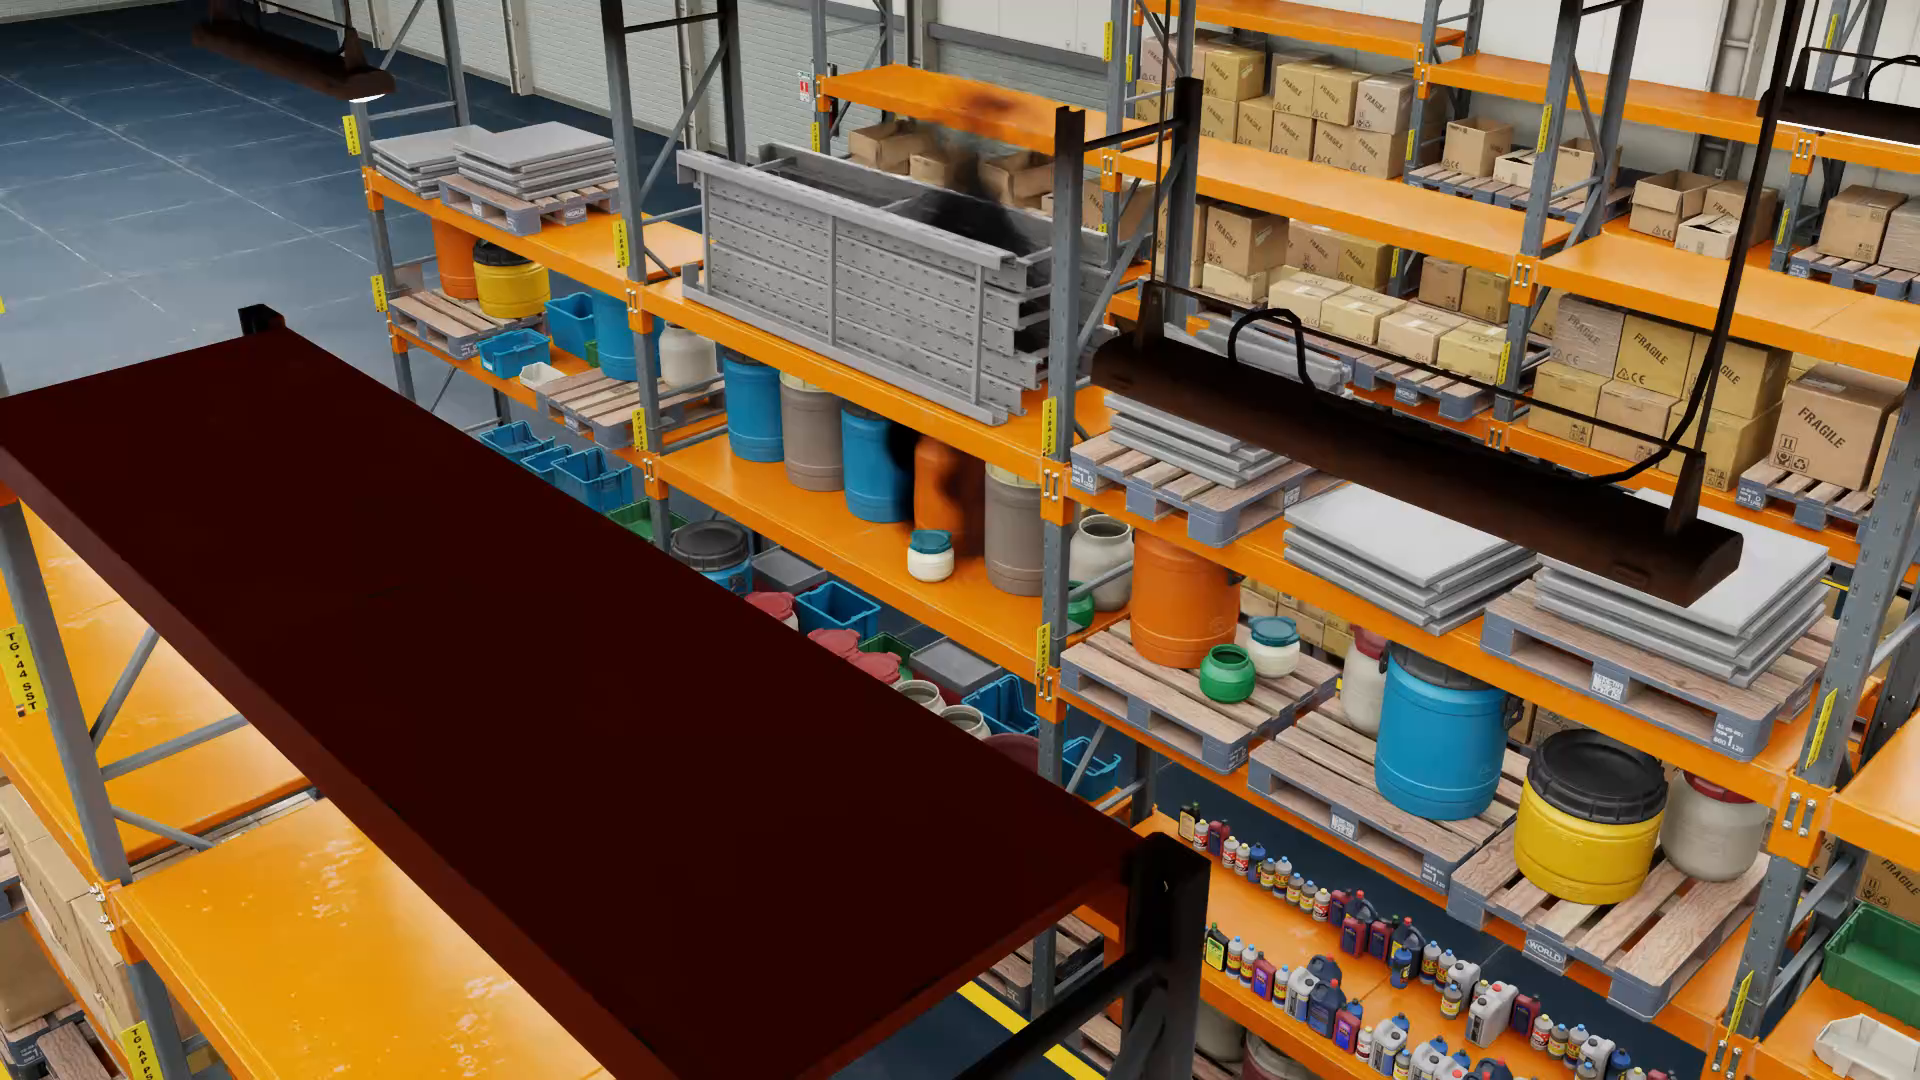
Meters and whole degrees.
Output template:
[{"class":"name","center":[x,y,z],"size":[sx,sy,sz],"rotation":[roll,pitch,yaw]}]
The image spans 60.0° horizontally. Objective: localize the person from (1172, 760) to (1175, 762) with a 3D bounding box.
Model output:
[{"class":"person","center":[1.890,1.020,12.635],"size":[0.857,1.759,0.688],"rotation":[21,35,34]}]

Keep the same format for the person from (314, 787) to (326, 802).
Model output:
[{"class":"person","center":[-3.816,2.205,10.396],"size":[0.904,1.688,0.561],"rotation":[20,34,32]}]
